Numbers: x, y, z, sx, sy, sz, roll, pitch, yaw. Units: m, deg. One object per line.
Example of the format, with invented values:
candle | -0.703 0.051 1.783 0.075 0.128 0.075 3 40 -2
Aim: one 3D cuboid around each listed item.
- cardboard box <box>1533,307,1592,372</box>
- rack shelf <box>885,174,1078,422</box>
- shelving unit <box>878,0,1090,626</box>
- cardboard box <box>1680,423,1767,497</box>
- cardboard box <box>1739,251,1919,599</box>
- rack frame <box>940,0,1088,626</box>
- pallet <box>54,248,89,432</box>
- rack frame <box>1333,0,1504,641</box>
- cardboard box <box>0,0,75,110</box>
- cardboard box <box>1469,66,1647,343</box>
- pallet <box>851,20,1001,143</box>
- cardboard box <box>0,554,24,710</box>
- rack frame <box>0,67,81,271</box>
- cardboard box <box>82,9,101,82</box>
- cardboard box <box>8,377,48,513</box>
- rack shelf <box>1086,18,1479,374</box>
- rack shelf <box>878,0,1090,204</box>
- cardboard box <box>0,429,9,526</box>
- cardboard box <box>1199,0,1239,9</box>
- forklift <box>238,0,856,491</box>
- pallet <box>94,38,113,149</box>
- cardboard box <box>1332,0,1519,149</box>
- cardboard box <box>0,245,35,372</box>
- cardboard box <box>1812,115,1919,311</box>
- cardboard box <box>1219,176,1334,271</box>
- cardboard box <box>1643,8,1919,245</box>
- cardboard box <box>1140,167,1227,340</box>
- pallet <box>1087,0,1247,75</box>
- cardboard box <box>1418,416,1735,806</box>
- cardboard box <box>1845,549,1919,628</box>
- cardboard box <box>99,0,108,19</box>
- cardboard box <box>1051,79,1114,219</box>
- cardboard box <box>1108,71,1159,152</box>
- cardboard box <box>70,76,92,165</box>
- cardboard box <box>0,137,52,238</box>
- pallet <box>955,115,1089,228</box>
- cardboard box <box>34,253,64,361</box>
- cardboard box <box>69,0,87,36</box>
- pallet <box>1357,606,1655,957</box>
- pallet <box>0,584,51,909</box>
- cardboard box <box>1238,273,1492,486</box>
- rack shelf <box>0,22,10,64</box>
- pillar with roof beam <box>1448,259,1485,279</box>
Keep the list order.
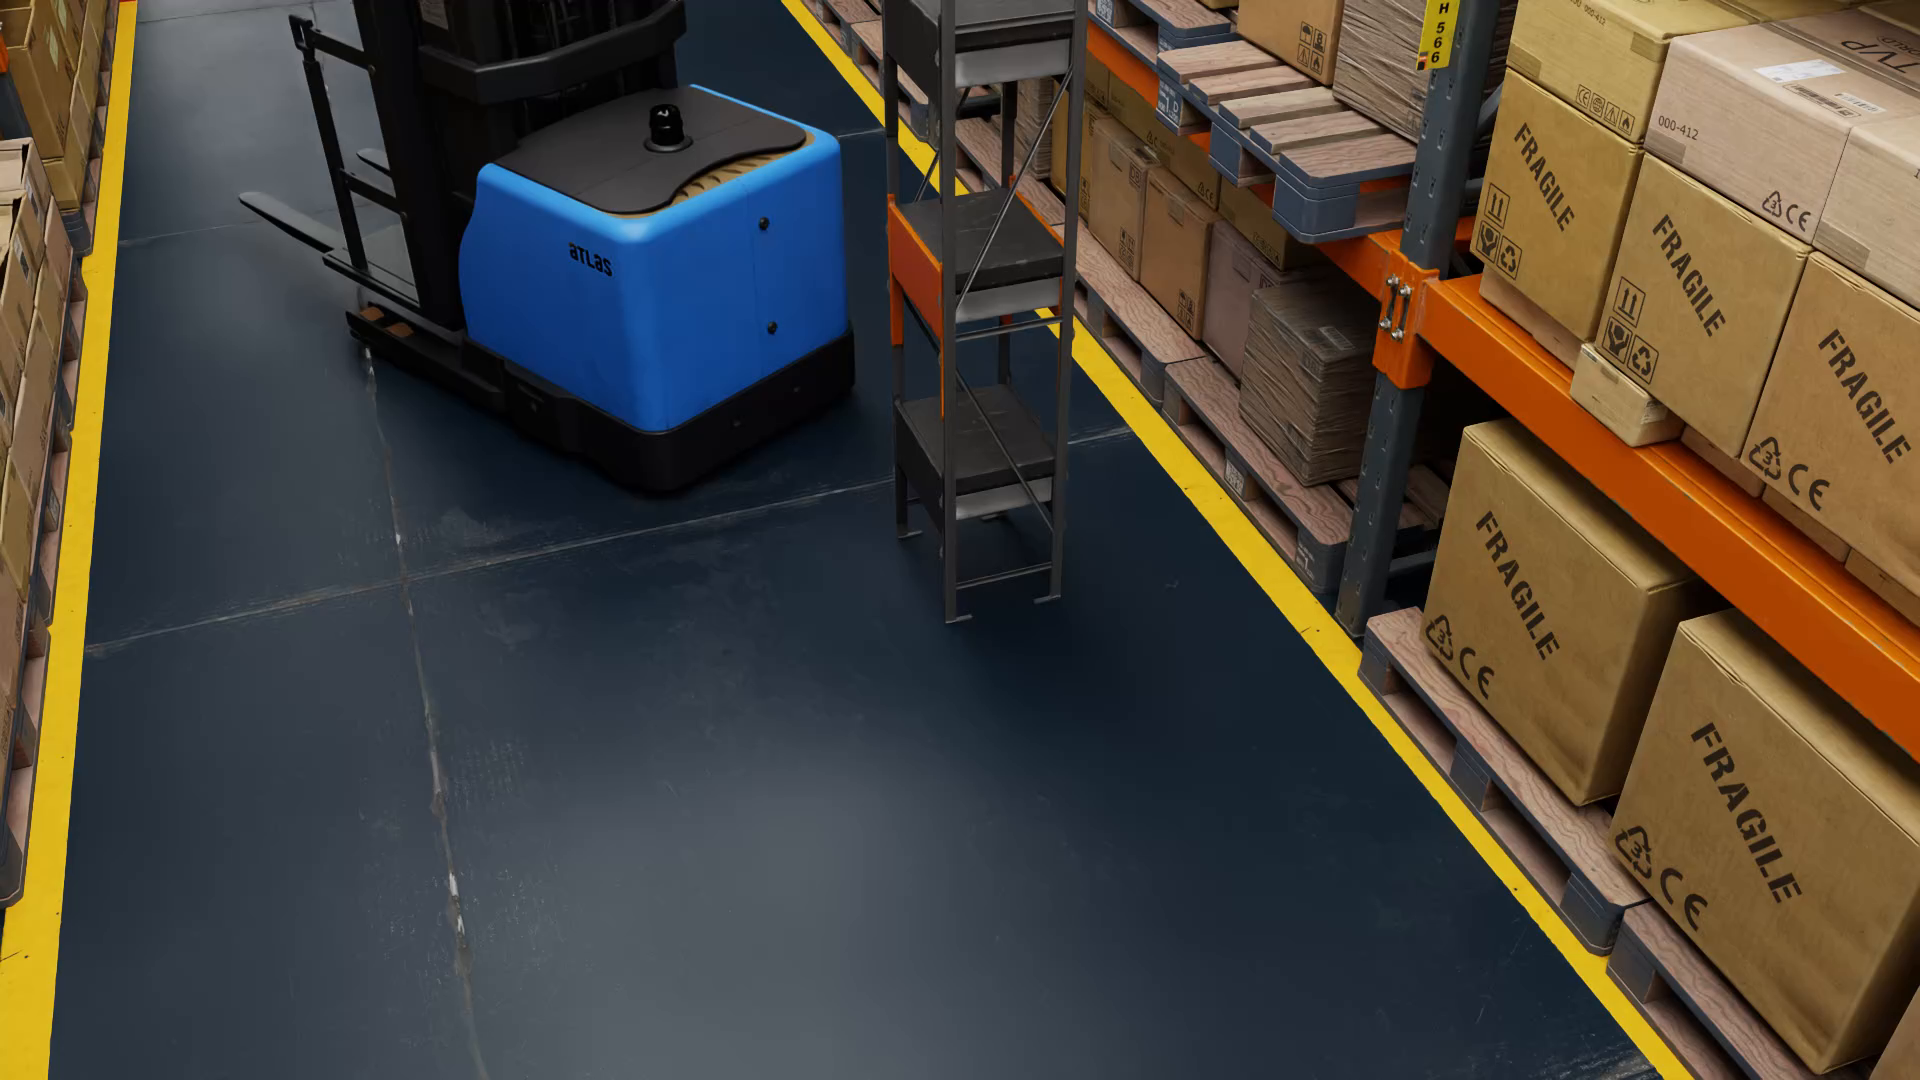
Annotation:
cardboard box | 1.681 -0.543 4.170 0.380 0.149 0.250 -12 39 -15
rack shelf | 0.057 -0.734 5.002 0.431 0.518 0.480 -12 39 -16
shelving unit | 0.057 -0.745 4.994 0.431 2.100 0.503 -12 39 -16
cardboard box | 1.895 -0.259 3.793 0.380 0.149 0.250 -13 39 -16
cardboard box | 1.975 -0.275 3.275 0.500 0.500 0.500 -13 39 -16
rack frame | 0.141 -0.607 4.811 0.400 2.100 0.015 -12 39 -16
pallet | -4.029 -0.724 6.535 1.003 0.211 1.213 -12 39 -16
rack frame | 1.707 -1.014 4.603 1.000 3.000 0.127 -12 39 -16
cardboard box | -4.365 -2.222 7.520 0.500 0.500 0.500 -12 39 -16
cardboard box | 1.634 -0.853 4.042 0.500 0.500 0.500 -11 38 -15
pallet | 0.066 -2.532 8.935 1.003 0.211 1.213 -12 39 -16
cardboard box | -3.021 0.304 4.789 0.500 0.250 0.500 -13 39 -17
rack frame | -4.319 -2.246 6.238 1.000 3.000 0.127 -12 39 -16
cardboard box | -4.707 -2.488 8.496 0.500 0.250 0.500 -12 39 -16
cardboard box | -3.382 -0.278 5.562 0.500 0.250 0.500 -12 39 -15
rack shelf | 1.019 -1.856 6.319 1.077 0.370 4.000 -12 39 -16
rack shelf | 0.057 -1.293 4.581 0.431 0.518 0.480 -12 39 -16
cardboard box | -3.210 -0.220 5.019 0.500 0.311 0.500 -13 39 -17
cardboard box | 1.086 -2.192 5.718 0.700 0.500 0.500 -12 39 -16
forklift | -1.854 -2.090 6.089 3.031 2.935 1.130 27 45 31
pallet | -4.977 -2.280 8.601 1.003 0.211 1.213 -12 39 -16
cardboard box | 1.536 -1.493 4.790 0.700 0.500 0.500 -17 40 -21
cardboard box | -3.557 -0.795 5.782 0.500 0.311 0.500 -13 39 -16
cardboard box | 1.982 -0.585 3.063 0.500 0.250 0.500 -12 39 -16
cardboard box | 1.273 -1.221 5.967 0.500 0.250 0.500 -12 39 -15
cardboard box | 1.807 -0.867 3.437 0.500 0.250 0.500 -13 39 -17
cardboard box | 1.144 -1.177 6.531 0.700 0.500 0.500 -13 39 -16
pallet | 0.987 -2.047 6.134 1.003 0.211 1.213 -12 39 -16
cardboard box | 1.837 0.120 4.535 0.750 0.750 0.750 -13 39 -17
cardboard box | 2.072 0.034 3.404 0.380 0.149 0.250 -12 39 -15
cardboard box | -5.051 -3.053 9.246 0.500 0.250 0.500 -12 39 -16
cardboard box | 0.824 -1.757 7.301 0.700 0.500 0.500 -13 39 -17
cardboard box | 0.937 -1.797 6.731 0.500 0.250 0.500 -14 39 -17
cardboard box | -4.362 -1.923 7.747 0.500 0.250 0.500 -12 39 -16
cardboard box | -3.911 -1.370 6.545 0.500 0.311 0.500 -12 39 -16
pallet | 0.600 -1.720 7.858 1.003 0.211 1.213 -12 39 -16
cardboard box | -3.732 -0.855 6.328 0.500 0.250 0.500 -13 39 -17
cardboard box | -4.703 -2.788 8.272 0.500 0.500 0.500 -12 39 -16
pallet | 1.907 0.561 4.830 1.003 0.211 1.213 -12 39 -16
pallet | -3.190 0.655 4.705 1.003 0.211 1.213 -12 39 -16
cardboard box | 1.410 -0.587 5.748 0.700 0.500 0.500 -12 39 -15
rack shelf | -5.008 -3.088 7.954 1.077 0.370 4.000 -12 39 -16
pillar with roof beam | -1.970 -3.432 2.827 9.100 9.000 0.400 -12 39 -16
